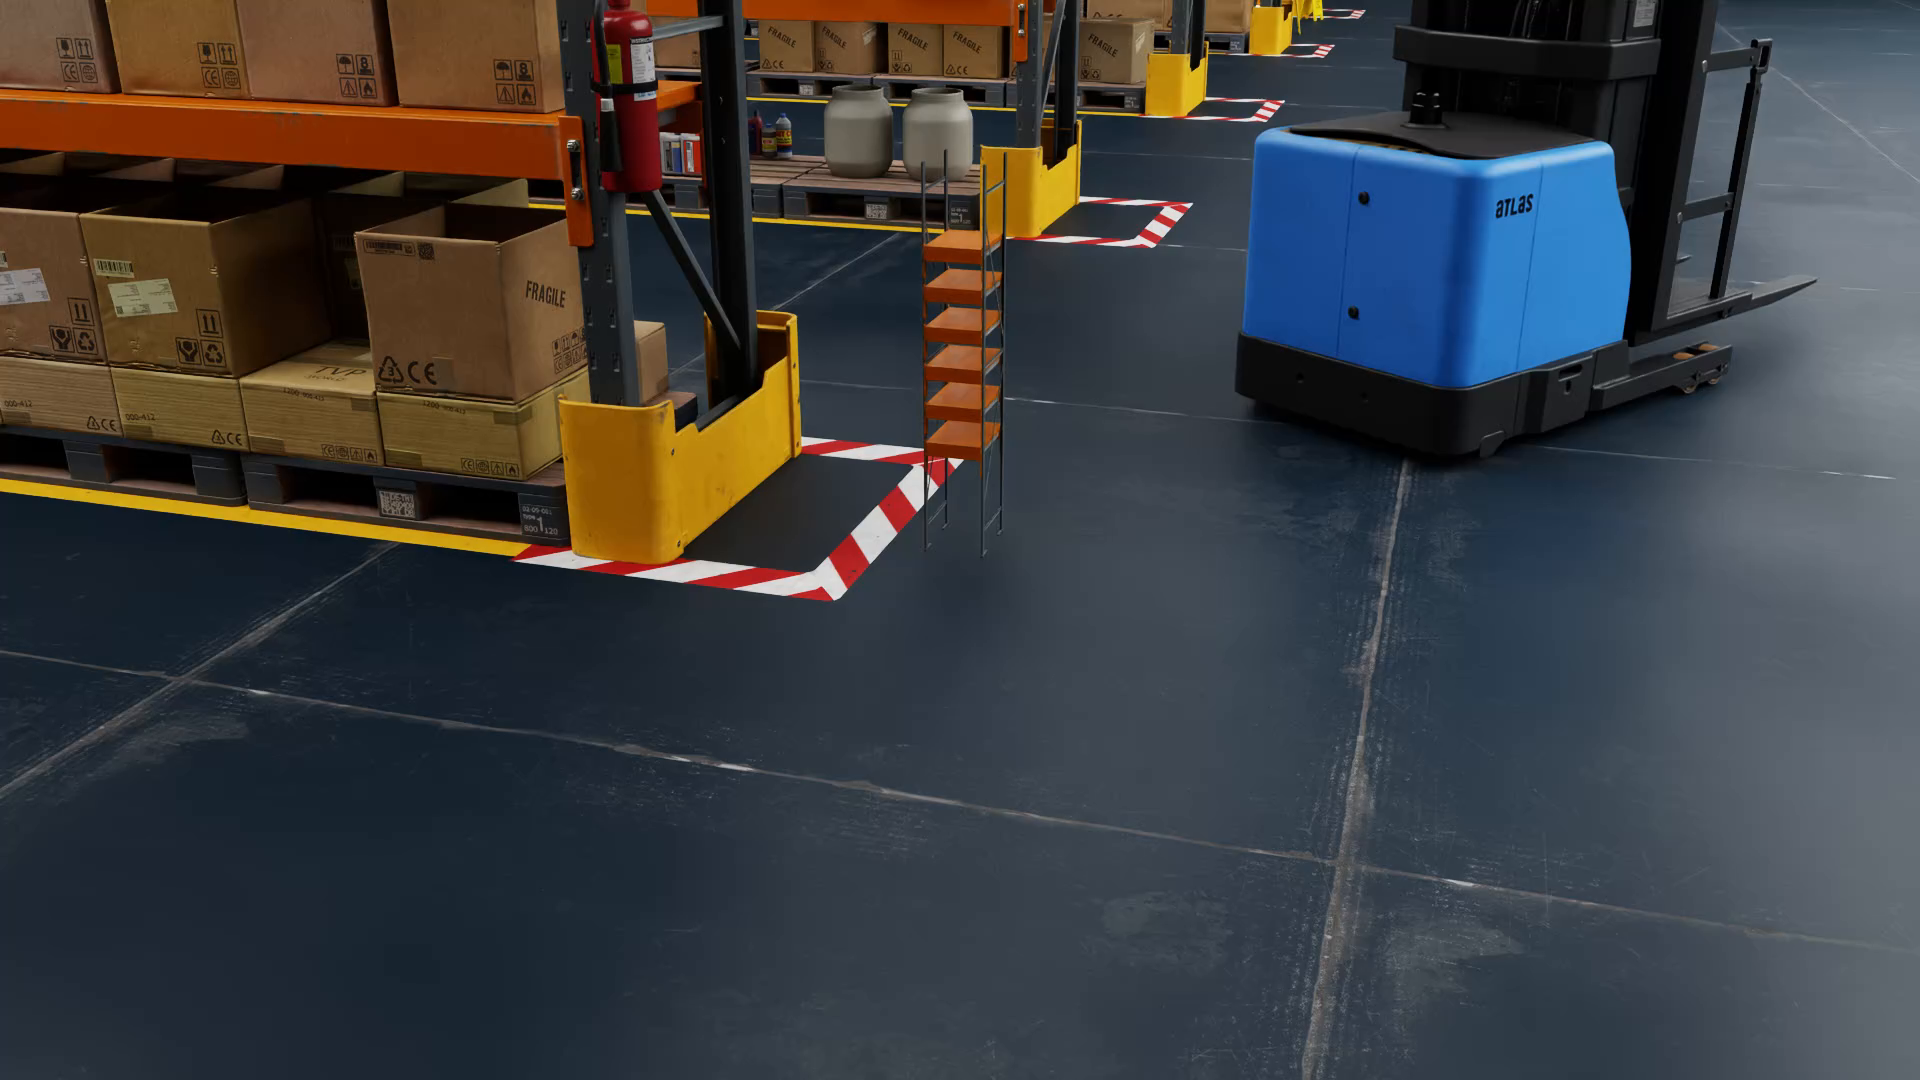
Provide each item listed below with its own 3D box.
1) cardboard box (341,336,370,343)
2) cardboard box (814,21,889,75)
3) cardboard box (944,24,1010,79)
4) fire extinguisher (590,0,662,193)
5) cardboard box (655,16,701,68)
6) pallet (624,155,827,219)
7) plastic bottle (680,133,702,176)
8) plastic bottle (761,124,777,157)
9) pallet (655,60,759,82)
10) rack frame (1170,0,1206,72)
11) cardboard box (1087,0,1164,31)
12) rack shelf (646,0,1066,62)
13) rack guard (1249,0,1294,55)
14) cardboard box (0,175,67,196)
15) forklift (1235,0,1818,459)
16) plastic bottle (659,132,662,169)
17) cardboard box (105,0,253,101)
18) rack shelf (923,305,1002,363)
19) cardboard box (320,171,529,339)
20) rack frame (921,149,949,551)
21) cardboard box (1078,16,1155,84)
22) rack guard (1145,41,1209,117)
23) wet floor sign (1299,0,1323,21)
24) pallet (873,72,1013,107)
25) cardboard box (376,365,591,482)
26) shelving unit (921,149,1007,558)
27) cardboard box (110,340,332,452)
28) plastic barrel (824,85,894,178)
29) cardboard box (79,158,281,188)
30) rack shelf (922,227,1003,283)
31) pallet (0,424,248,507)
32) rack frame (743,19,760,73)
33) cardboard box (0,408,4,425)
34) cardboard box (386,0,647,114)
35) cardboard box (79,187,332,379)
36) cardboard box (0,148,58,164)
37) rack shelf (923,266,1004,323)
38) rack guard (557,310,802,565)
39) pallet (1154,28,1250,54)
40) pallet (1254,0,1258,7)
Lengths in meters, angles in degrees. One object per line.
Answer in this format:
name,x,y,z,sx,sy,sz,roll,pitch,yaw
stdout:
cardboard box,-1.846,-0.653,5.980,0.500,0.250,0.500,7,23,16
cardboard box,-0.959,-4.495,15.016,0.500,0.500,0.500,15,27,32
cardboard box,0.179,-4.378,14.731,0.500,0.500,0.500,9,24,20
fire extinguisher,-0.938,-1.321,4.639,0.183,0.674,0.296,7,23,16
cardboard box,-2.463,-4.698,15.484,0.500,0.500,0.700,5,23,11
pallet,-1.509,-2.264,10.511,1.213,0.211,1.003,7,23,16
plastic bottle,-1.601,-2.360,10.081,0.135,0.276,0.152,7,23,16
plastic bottle,-1.227,-2.570,10.689,0.097,0.201,0.097,0,22,0
pallet,-2.627,-4.370,15.646,1.213,0.211,1.003,7,23,16
rack frame,1.948,-5.137,13.841,0.127,3.000,1.000,7,23,16
cardboard box,1.966,-6.285,18.887,0.875,0.875,0.875,6,23,15
rack shelf,-1.397,-3.224,10.125,4.000,0.370,1.077,7,23,16
rack guard,3.501,-5.769,18.675,0.348,0.500,1.175,7,23,16
cardboard box,-3.435,-0.972,5.768,0.500,0.500,0.500,7,23,16
forklift,2.537,-2.084,6.488,3.031,2.935,1.130,-17,28,-36
plastic bottle,-1.893,-2.427,10.145,0.185,0.351,0.144,8,23,18
cardboard box,-2.338,-1.753,5.458,0.500,0.500,0.700,7,23,16
rack shelf,0.014,-0.623,5.010,0.180,0.103,0.258,7,23,16
cardboard box,-1.845,-1.001,5.839,0.500,0.500,0.500,7,23,16
rack frame,-0.074,-0.564,5.063,0.006,1.200,0.240,7,23,16
cardboard box,1.355,-4.249,14.417,0.500,0.500,0.500,11,25,25
rack guard,1.875,-3.989,14.335,0.348,0.500,1.175,7,23,16
wet floor sign,4.684,-7.239,22.067,0.232,0.644,0.267,16,27,34
pallet,-0.056,-4.092,14.966,1.213,0.211,1.003,7,23,16
cardboard box,-1.516,-0.412,5.391,0.500,0.250,0.500,7,23,16
shelving unit,0.014,-0.554,5.038,0.189,1.200,0.258,7,23,16
cardboard box,-2.477,-0.516,5.646,0.500,0.250,0.500,7,23,16
plastic barrel,-0.615,-2.480,10.088,0.421,0.512,0.421,0,22,0
cardboard box,-2.801,-1.112,6.111,0.500,0.500,0.500,7,23,16
rack shelf,0.014,-0.845,4.919,0.180,0.103,0.258,7,23,16
pallet,-2.825,-0.451,6.091,1.213,0.211,1.003,7,23,15
rack frame,-1.881,-5.575,14.910,0.127,3.000,1.000,7,23,16
cardboard box,-3.436,-0.624,5.910,0.500,0.250,0.500,7,23,16
cardboard box,-1.360,-1.640,5.184,0.500,0.500,0.700,7,23,16
cardboard box,-2.478,-0.862,5.501,0.500,0.500,0.500,7,23,16
cardboard box,-3.764,-1.215,6.362,0.500,0.500,0.500,7,23,16
rack shelf,0.014,-0.734,4.964,0.180,0.103,0.258,7,23,16
rack guard,-0.894,-0.379,5.535,0.348,0.500,1.175,7,23,16
pallet,2.690,-5.697,18.881,1.213,0.211,1.003,7,23,15
pallet,3.970,-7.558,23.416,1.213,0.211,1.003,7,23,16
